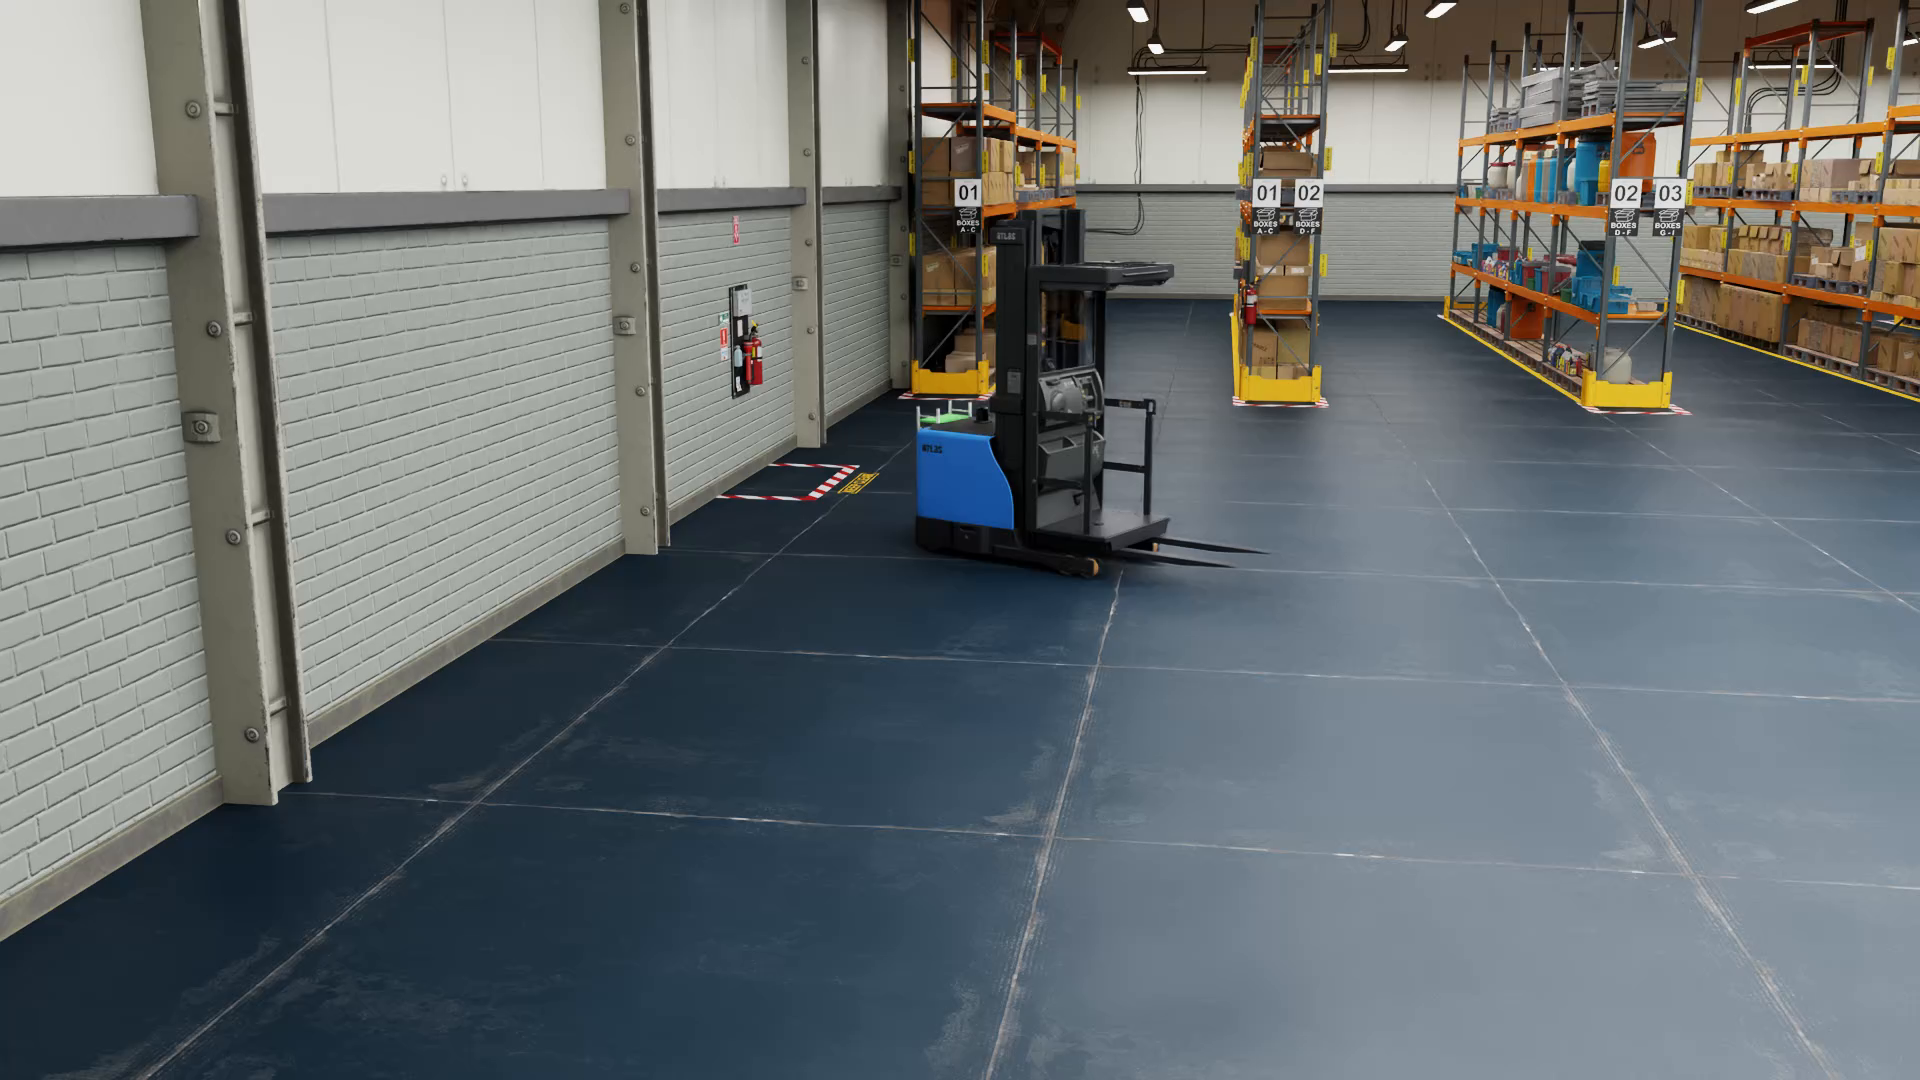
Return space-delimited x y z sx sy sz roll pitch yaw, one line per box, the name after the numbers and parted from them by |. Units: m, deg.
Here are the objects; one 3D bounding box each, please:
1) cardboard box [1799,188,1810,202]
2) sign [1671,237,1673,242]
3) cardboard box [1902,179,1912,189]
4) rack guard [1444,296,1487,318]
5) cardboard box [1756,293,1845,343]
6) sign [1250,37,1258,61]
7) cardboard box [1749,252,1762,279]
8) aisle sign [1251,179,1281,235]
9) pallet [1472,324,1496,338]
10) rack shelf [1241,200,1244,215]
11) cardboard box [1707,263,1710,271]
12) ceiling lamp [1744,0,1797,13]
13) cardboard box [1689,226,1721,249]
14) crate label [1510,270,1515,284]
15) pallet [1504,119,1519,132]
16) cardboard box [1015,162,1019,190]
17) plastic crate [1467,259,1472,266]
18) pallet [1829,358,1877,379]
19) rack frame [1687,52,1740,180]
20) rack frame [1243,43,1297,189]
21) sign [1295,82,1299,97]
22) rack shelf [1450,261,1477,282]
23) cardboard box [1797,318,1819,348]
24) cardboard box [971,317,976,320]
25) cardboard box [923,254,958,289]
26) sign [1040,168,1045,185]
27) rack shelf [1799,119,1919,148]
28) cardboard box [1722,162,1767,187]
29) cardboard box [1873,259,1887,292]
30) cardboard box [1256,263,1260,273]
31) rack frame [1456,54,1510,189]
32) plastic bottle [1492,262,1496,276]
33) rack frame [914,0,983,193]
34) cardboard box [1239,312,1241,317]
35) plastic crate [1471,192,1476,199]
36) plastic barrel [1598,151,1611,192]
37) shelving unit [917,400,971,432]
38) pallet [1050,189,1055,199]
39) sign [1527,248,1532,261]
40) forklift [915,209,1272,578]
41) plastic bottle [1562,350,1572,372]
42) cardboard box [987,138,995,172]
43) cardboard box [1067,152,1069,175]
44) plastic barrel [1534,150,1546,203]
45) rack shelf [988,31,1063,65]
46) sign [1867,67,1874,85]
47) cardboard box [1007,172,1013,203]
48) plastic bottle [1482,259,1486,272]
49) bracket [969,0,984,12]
15.425 -6.197 29.866 0.500 0.250 0.500 2 12 10 | cardboard box
16.431 -7.040 38.299 0.100 0.325 0.005 2 12 9 | sign
14.742 -5.478 25.581 0.380 0.149 0.250 2 12 9 | cardboard box
12.075 -5.503 39.343 1.175 0.500 0.348 2 12 9 | rack guard
15.875 -4.204 31.425 1.225 0.875 0.875 1 12 6 | cardboard box
4.196 -6.999 23.704 0.100 0.325 0.005 2 12 9 | sign
15.818 -5.371 32.560 0.500 0.500 0.500 2 12 10 | cardboard box
4.430 -4.817 24.055 0.394 0.787 0.004 2 12 9 | aisle sign
11.310 -4.365 34.745 1.003 0.211 1.213 2 12 9 | pallet
6.268 -6.747 33.767 1.077 0.370 4.000 2 12 9 | rack shelf
16.205 -5.838 35.561 0.380 0.149 0.250 2 12 10 | cardboard box
12.984 -9.889 25.666 0.800 3.185 2.000 2 12 9 | ceiling lamp
16.487 -6.695 36.808 0.500 0.500 0.500 2 12 7 | cardboard box
10.419 -4.897 30.994 0.303 0.233 0.416 2 12 9 | crate label
10.996 -7.848 31.449 1.213 0.211 1.003 2 12 9 | pallet
0.803 -6.631 30.289 0.500 0.500 0.500 1 12 7 | cardboard box
11.440 -6.160 36.939 0.293 0.136 0.466 2 12 9 | plastic crate
15.251 -2.860 27.765 1.003 0.211 1.213 2 12 9 | pallet
16.979 -9.492 37.678 1.000 3.000 0.127 2 12 9 | rack frame
6.576 -8.981 35.307 1.000 3.000 0.127 2 12 9 | rack frame
7.125 -9.498 35.114 0.100 0.325 0.005 2 12 9 | sign
11.777 -5.952 37.198 1.077 0.370 4.000 2 12 9 | rack shelf
15.665 -3.747 30.149 0.700 0.500 0.500 1 12 6 | cardboard box
0.577 -3.799 30.390 0.700 0.500 0.500 2 12 8 | cardboard box
-0.303 -4.118 25.511 0.500 0.500 0.500 2 12 8 | cardboard box
1.601 -7.077 32.362 0.100 0.325 0.005 2 12 9 | sign
15.441 -6.863 28.136 1.077 0.370 4.000 2 12 9 | rack shelf
16.424 -7.661 34.830 0.700 0.500 0.500 1 12 5 | cardboard box
15.003 -4.164 26.251 0.875 0.500 0.500 2 12 9 | cardboard box
4.679 -4.110 25.167 0.380 0.149 0.250 2 12 8 | cardboard box
12.085 -9.652 38.422 1.000 3.000 0.127 2 12 9 | rack frame
10.784 -5.456 33.494 0.097 0.271 0.097 0 12 0 | plastic bottle
-0.165 -6.643 24.457 1.000 3.000 0.127 2 12 9 | rack frame
5.517 -4.142 31.291 0.500 0.311 0.500 2 12 7 | cardboard box
11.289 -7.502 36.188 0.293 0.136 0.466 2 12 9 | plastic crate
9.674 -5.394 24.340 0.600 0.588 0.600 0 12 0 | plastic barrel
-0.140 -0.636 15.096 0.258 1.200 0.503 8 15 34 | shelving unit
1.588 -7.388 35.491 0.805 0.209 1.217 1 12 6 | pallet
12.013 -6.004 35.077 0.100 0.325 0.005 2 12 9 | sign
1.107 -1.247 13.822 3.031 2.935 1.130 9 15 34 | forklift
9.582 -2.821 26.206 0.144 0.351 0.185 2 12 11 | plastic bottle
0.261 -5.899 25.467 0.500 0.500 0.500 2 12 8 | cardboard box
2.211 -8.571 37.868 0.500 0.500 0.500 2 12 9 | cardboard box
10.304 -6.318 28.882 0.600 0.901 0.708 2 12 9 | plastic barrel
1.373 -9.997 33.842 1.077 0.370 4.000 2 12 9 | rack shelf
16.286 -8.306 29.771 0.100 0.325 0.005 2 12 9 | sign
0.616 -5.954 28.097 0.500 0.500 0.500 2 12 10 | cardboard box
10.971 -5.740 34.784 0.061 0.283 0.133 2 12 9 | plastic bottle
0.297 -9.727 30.225 0.235 0.232 0.430 2 12 9 | bracket
